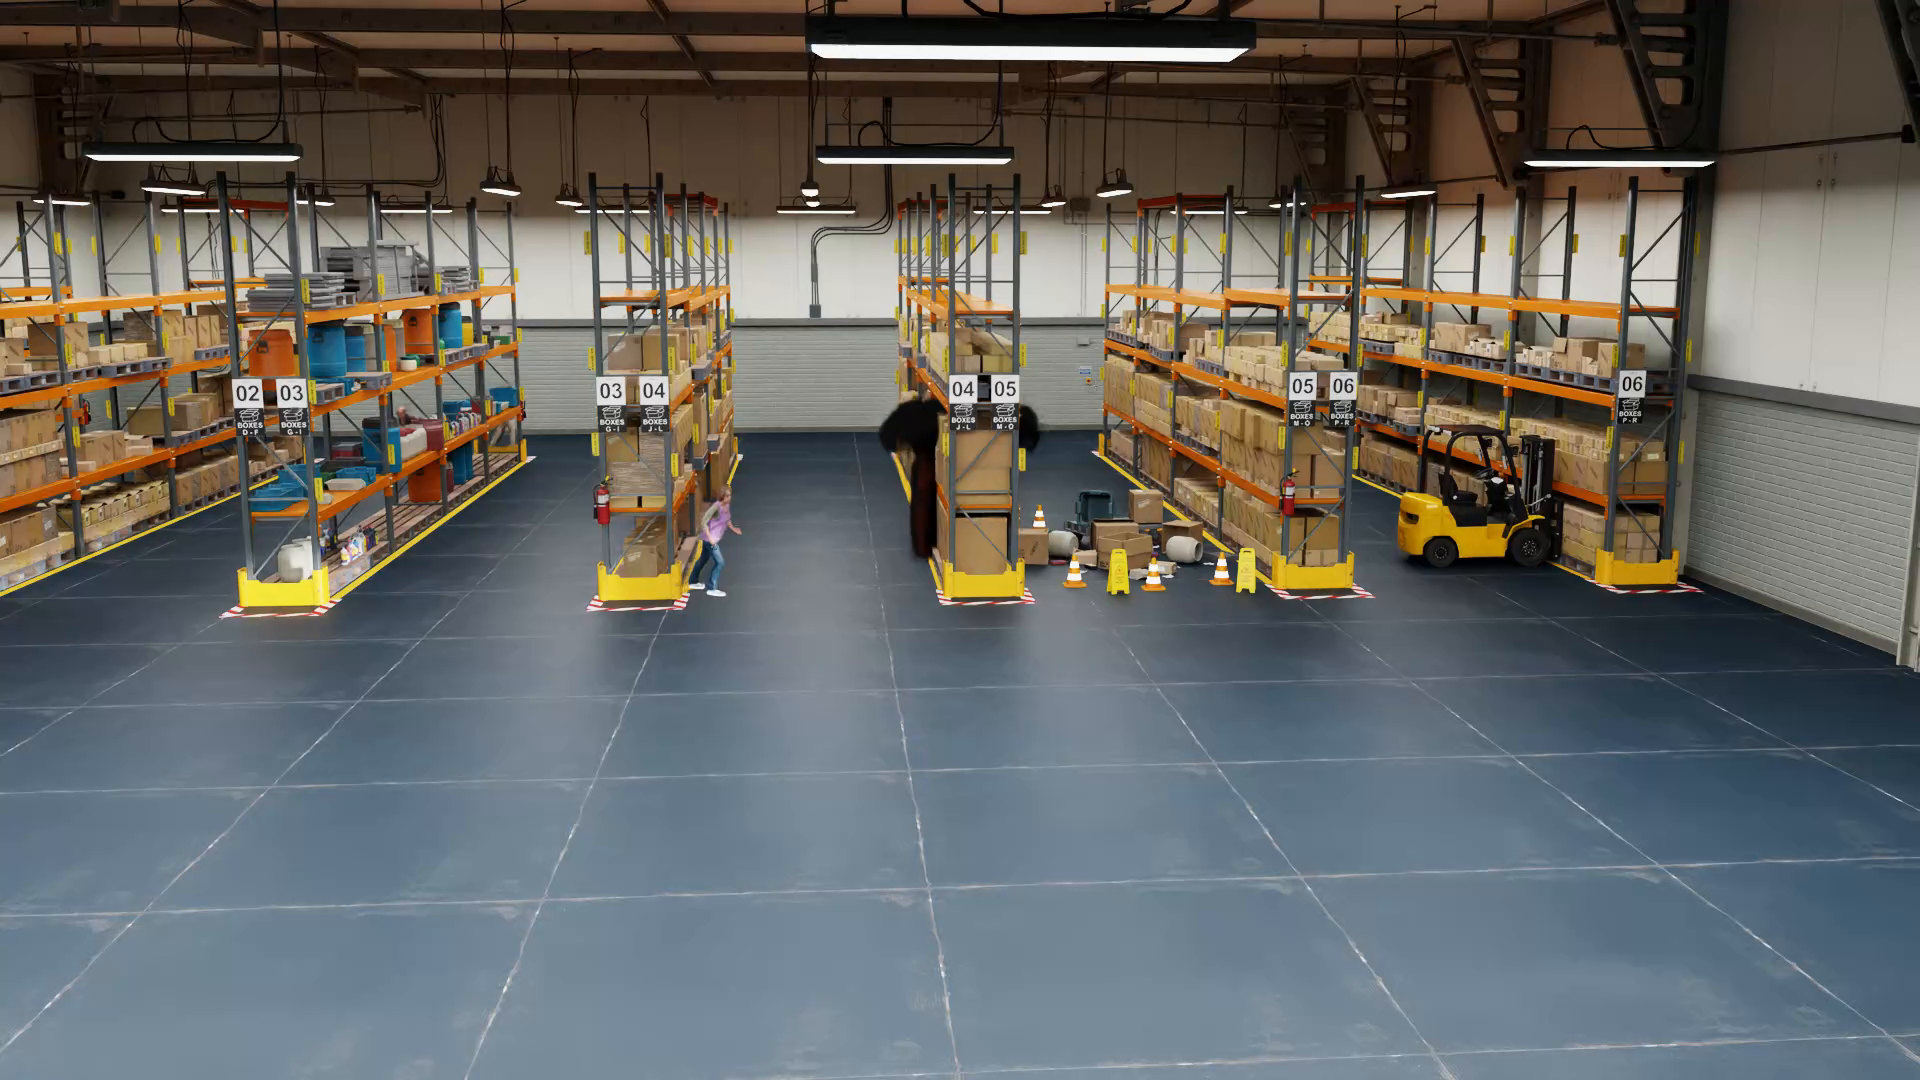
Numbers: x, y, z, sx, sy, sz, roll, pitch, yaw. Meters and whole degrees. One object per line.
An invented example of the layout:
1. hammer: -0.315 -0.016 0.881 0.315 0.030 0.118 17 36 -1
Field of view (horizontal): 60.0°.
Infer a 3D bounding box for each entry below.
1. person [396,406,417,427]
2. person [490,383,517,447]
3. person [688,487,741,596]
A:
1. person: -12.224 -2.302 37.138 0.713 1.465 1.232 3 10 15
2. person: -10.951 -2.932 40.261 0.985 1.735 0.684 8 13 37
3. person: -3.367 0.006 22.660 0.795 1.524 0.585 1 10 8
